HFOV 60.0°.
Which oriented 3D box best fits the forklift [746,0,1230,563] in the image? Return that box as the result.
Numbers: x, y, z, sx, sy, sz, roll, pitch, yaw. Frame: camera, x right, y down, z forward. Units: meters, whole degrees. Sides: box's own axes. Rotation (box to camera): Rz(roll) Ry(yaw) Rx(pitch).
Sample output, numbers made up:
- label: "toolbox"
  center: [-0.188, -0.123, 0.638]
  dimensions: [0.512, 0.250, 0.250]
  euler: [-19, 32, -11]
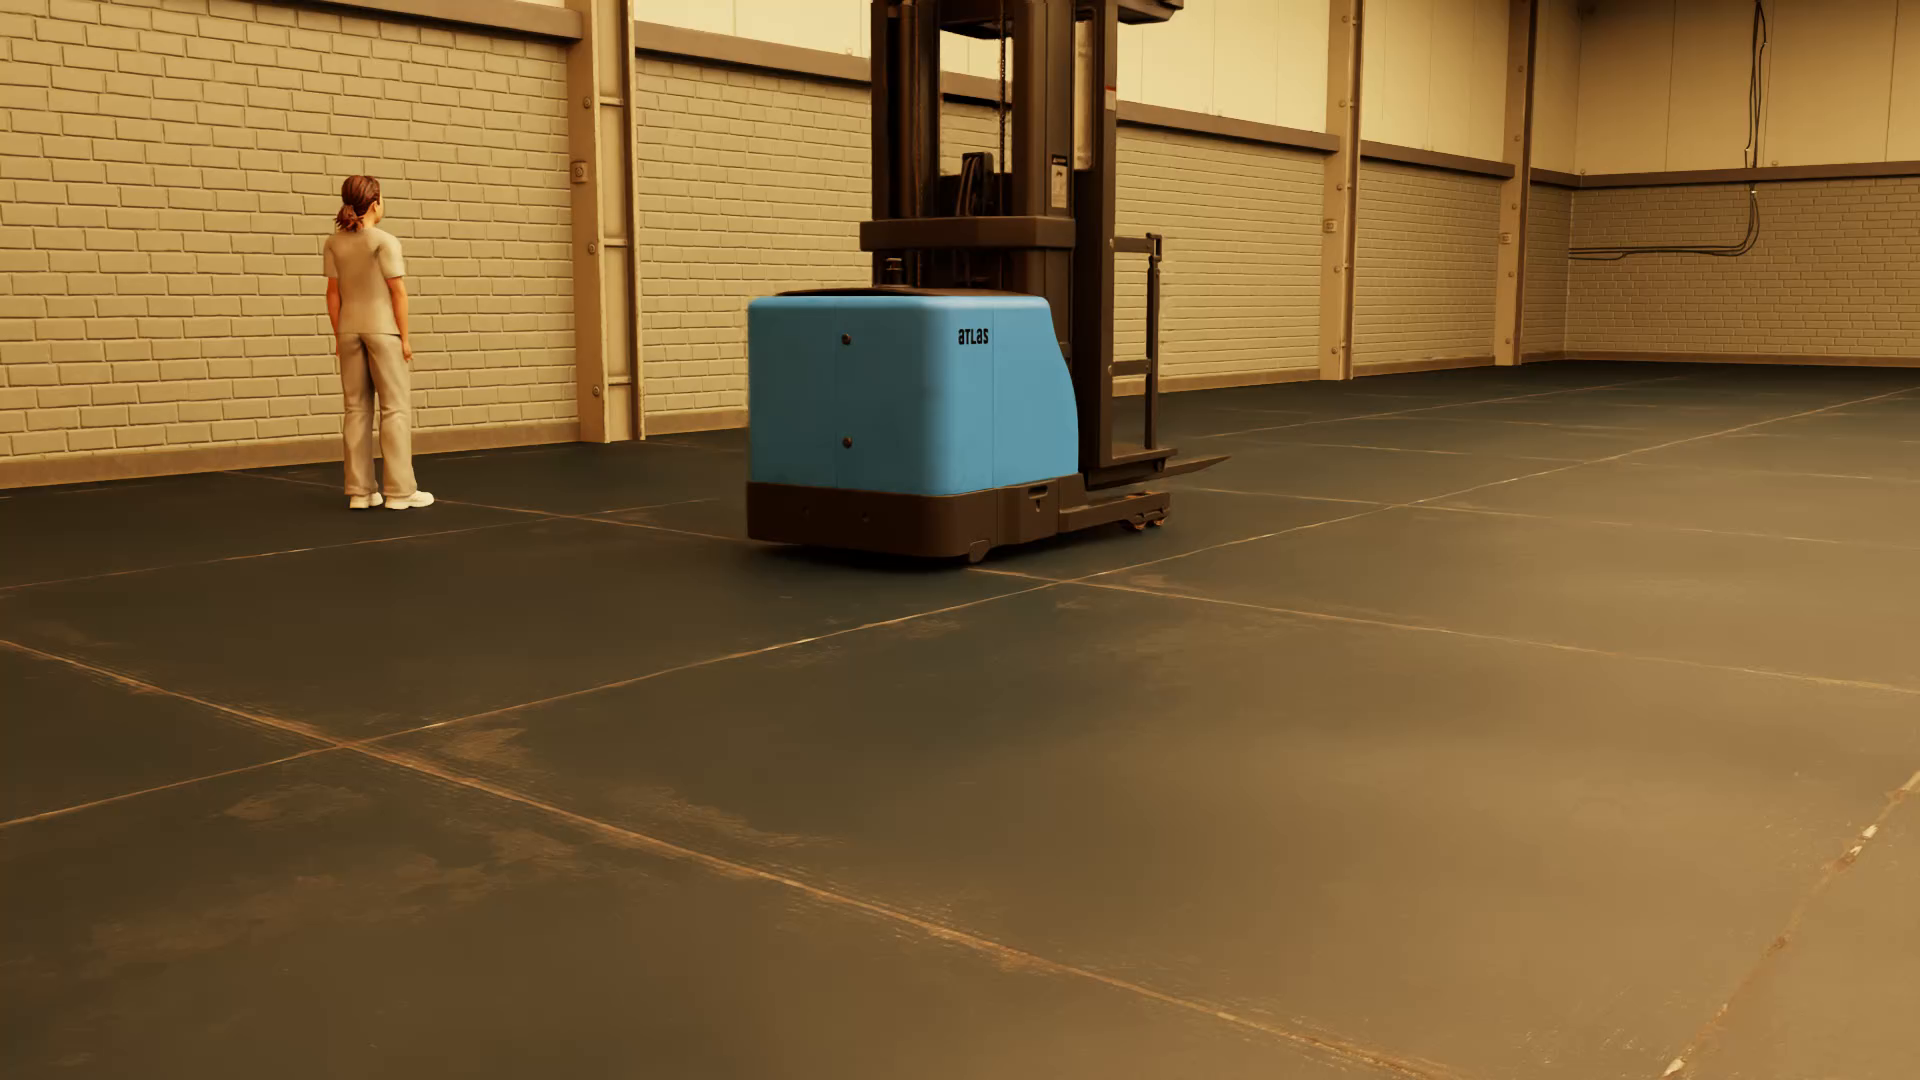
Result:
- label: "forklift"
  center: [0.340, -1.529, 7.729]
  dimensions: [1.130, 2.935, 3.031]
  euler: [6, 10, 33]

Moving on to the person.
- label: "person"
  center: [-2.978, -0.995, 8.431]
  dimensions: [0.431, 1.672, 0.371]
  euler: [2, 8, 11]
